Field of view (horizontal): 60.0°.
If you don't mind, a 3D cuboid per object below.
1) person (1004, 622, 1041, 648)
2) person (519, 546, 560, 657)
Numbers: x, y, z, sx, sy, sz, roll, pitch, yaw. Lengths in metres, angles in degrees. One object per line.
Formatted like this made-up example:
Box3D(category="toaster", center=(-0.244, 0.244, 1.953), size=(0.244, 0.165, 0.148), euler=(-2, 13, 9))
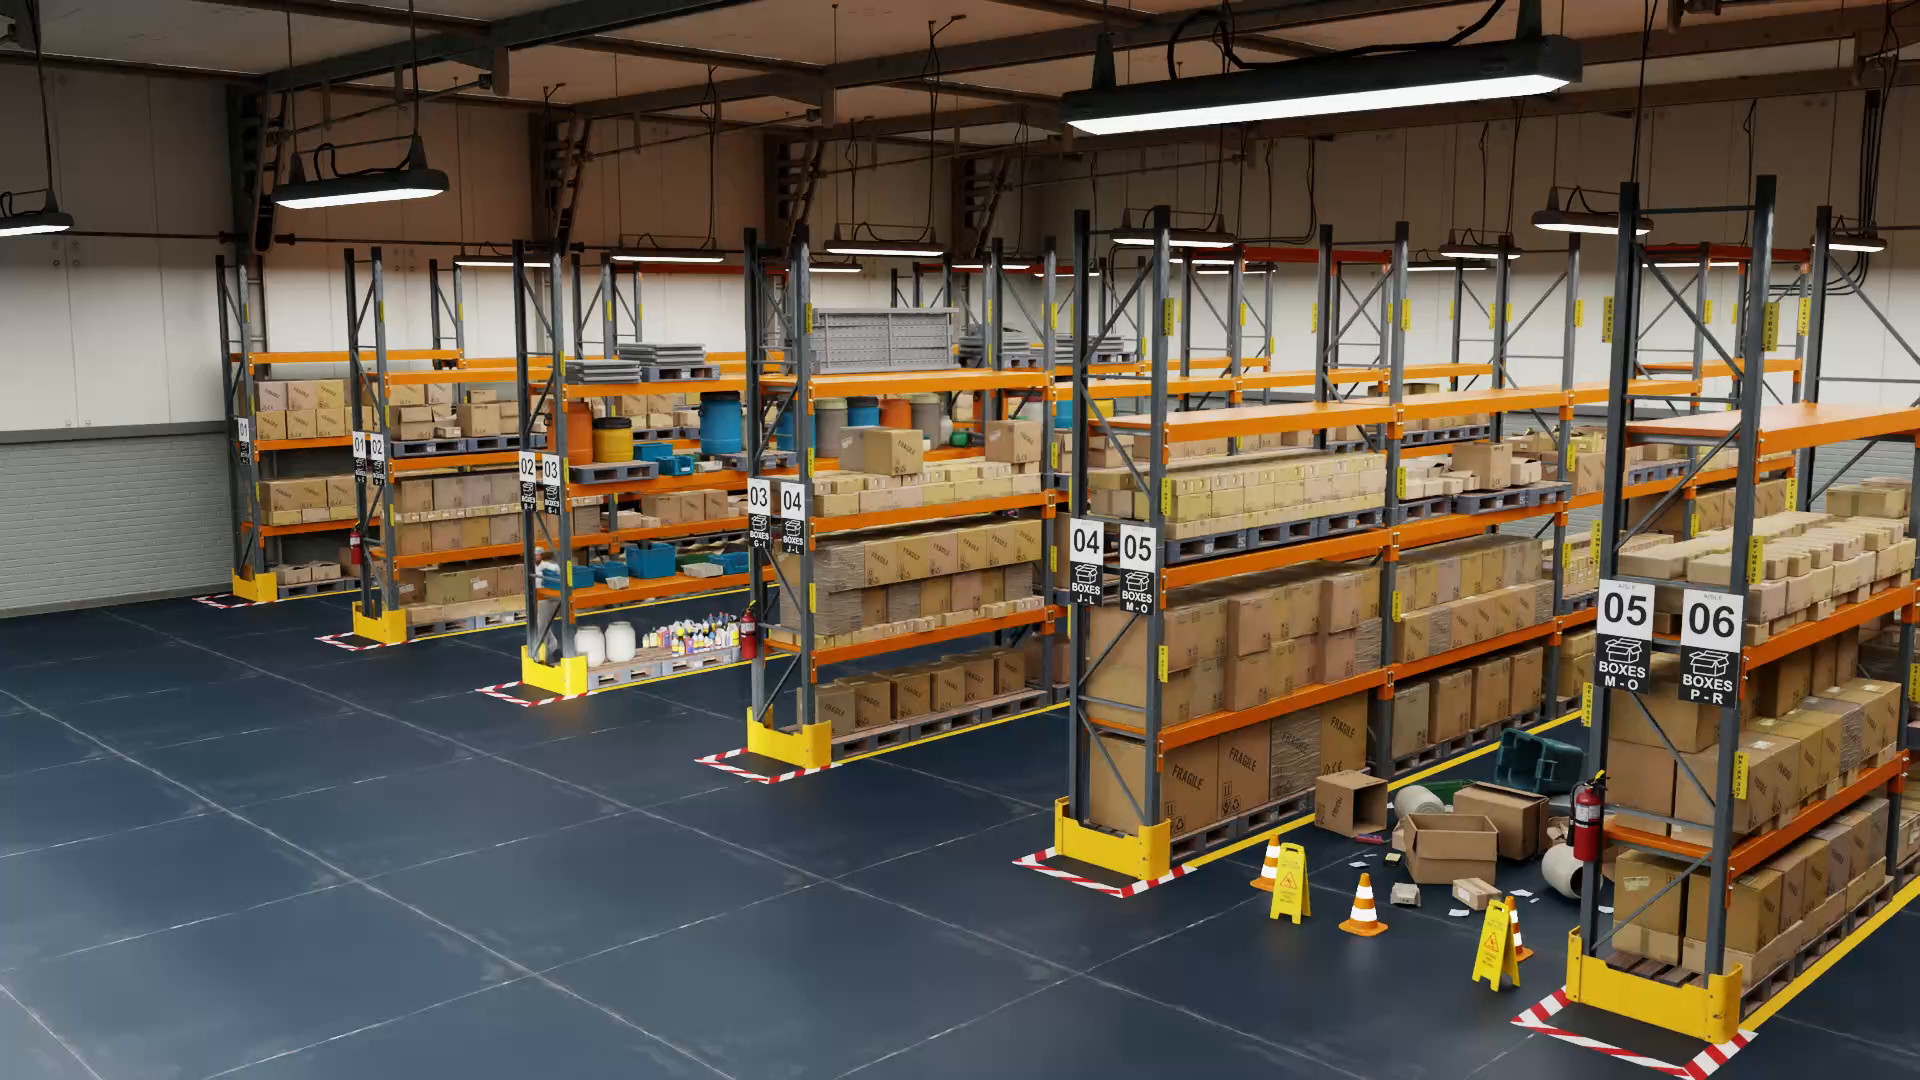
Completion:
Box3D(category="person", center=(0.896, 0.706, 23.880), size=(0.510, 1.672, 0.698), euler=(7, 11, 40))
Box3D(category="person", center=(-6.109, 0.935, 24.230), size=(0.587, 1.722, 0.755), euler=(4, 9, 26))
